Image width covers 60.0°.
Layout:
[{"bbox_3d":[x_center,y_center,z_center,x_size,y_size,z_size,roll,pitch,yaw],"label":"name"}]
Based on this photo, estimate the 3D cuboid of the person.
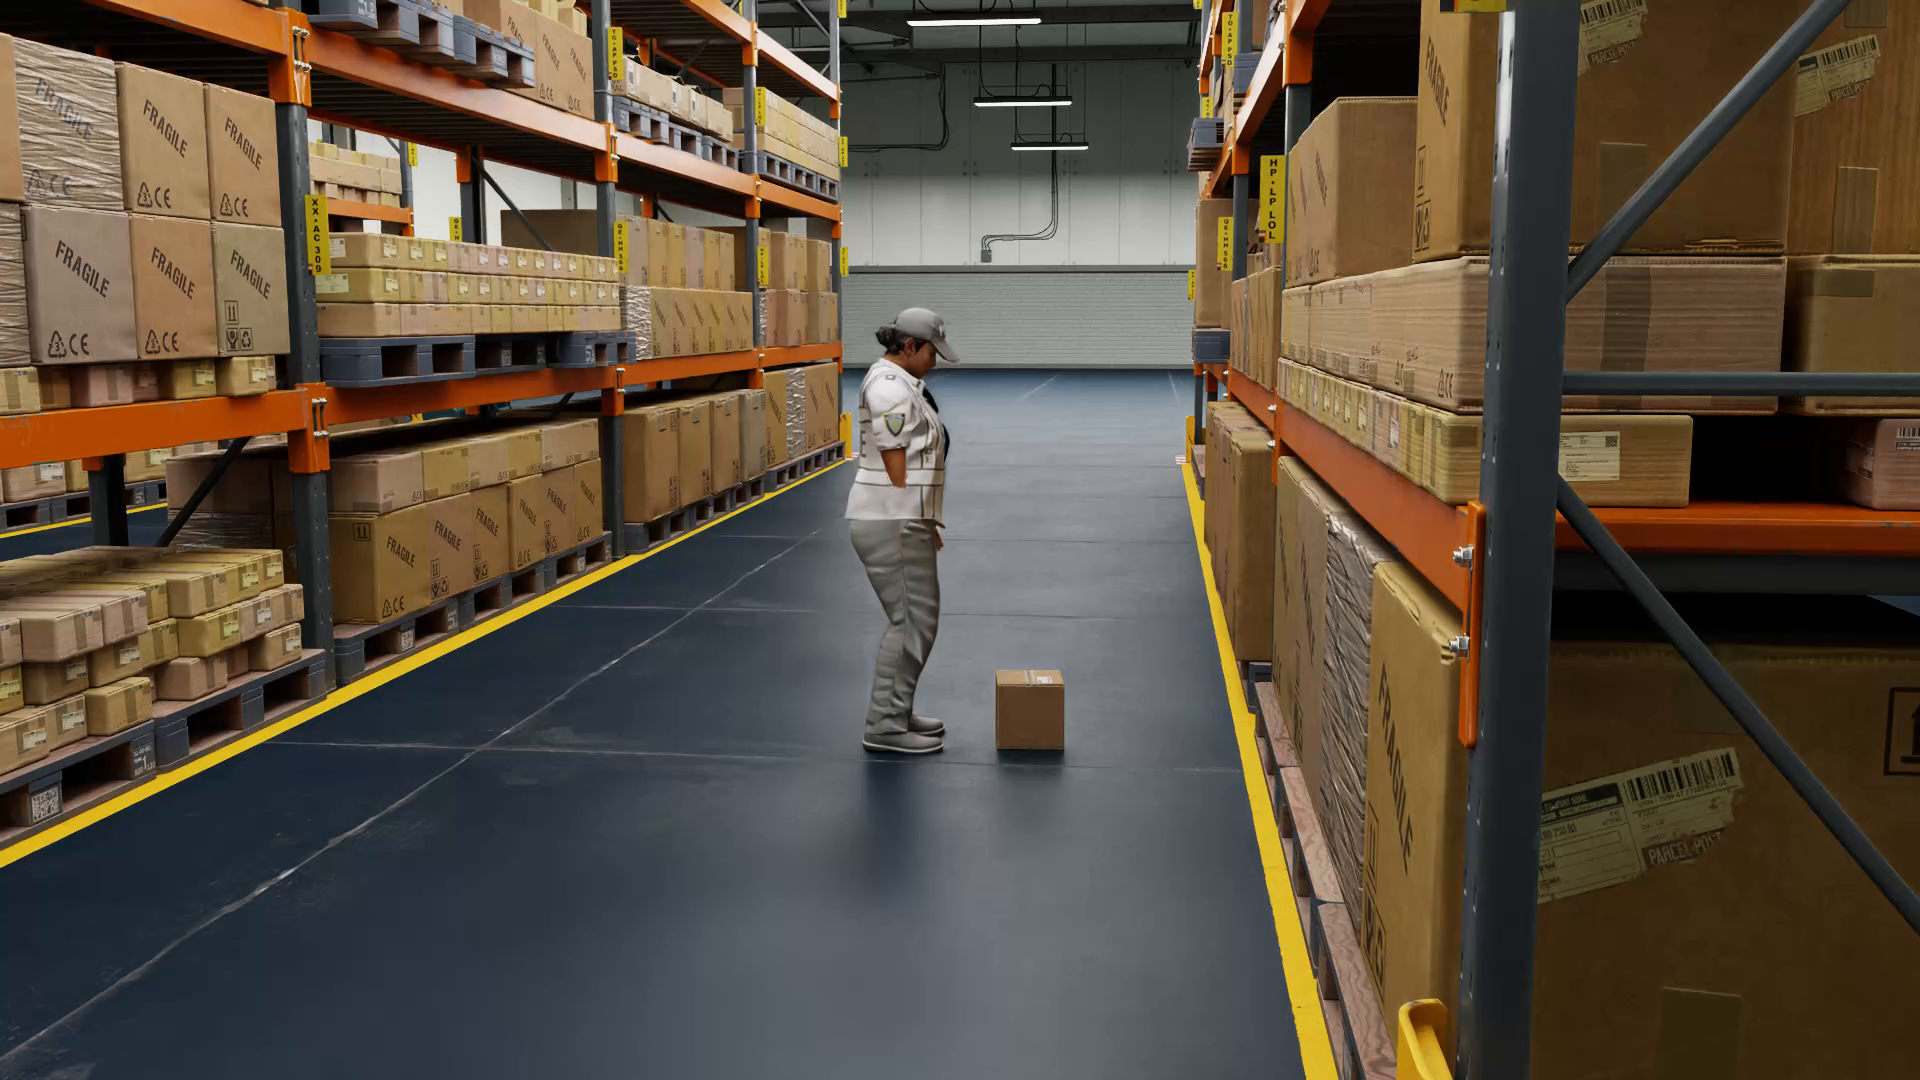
[{"bbox_3d":[-0.211,-0.045,6.246,0.422,1.643,0.481,0,8,1],"label":"person"}]
